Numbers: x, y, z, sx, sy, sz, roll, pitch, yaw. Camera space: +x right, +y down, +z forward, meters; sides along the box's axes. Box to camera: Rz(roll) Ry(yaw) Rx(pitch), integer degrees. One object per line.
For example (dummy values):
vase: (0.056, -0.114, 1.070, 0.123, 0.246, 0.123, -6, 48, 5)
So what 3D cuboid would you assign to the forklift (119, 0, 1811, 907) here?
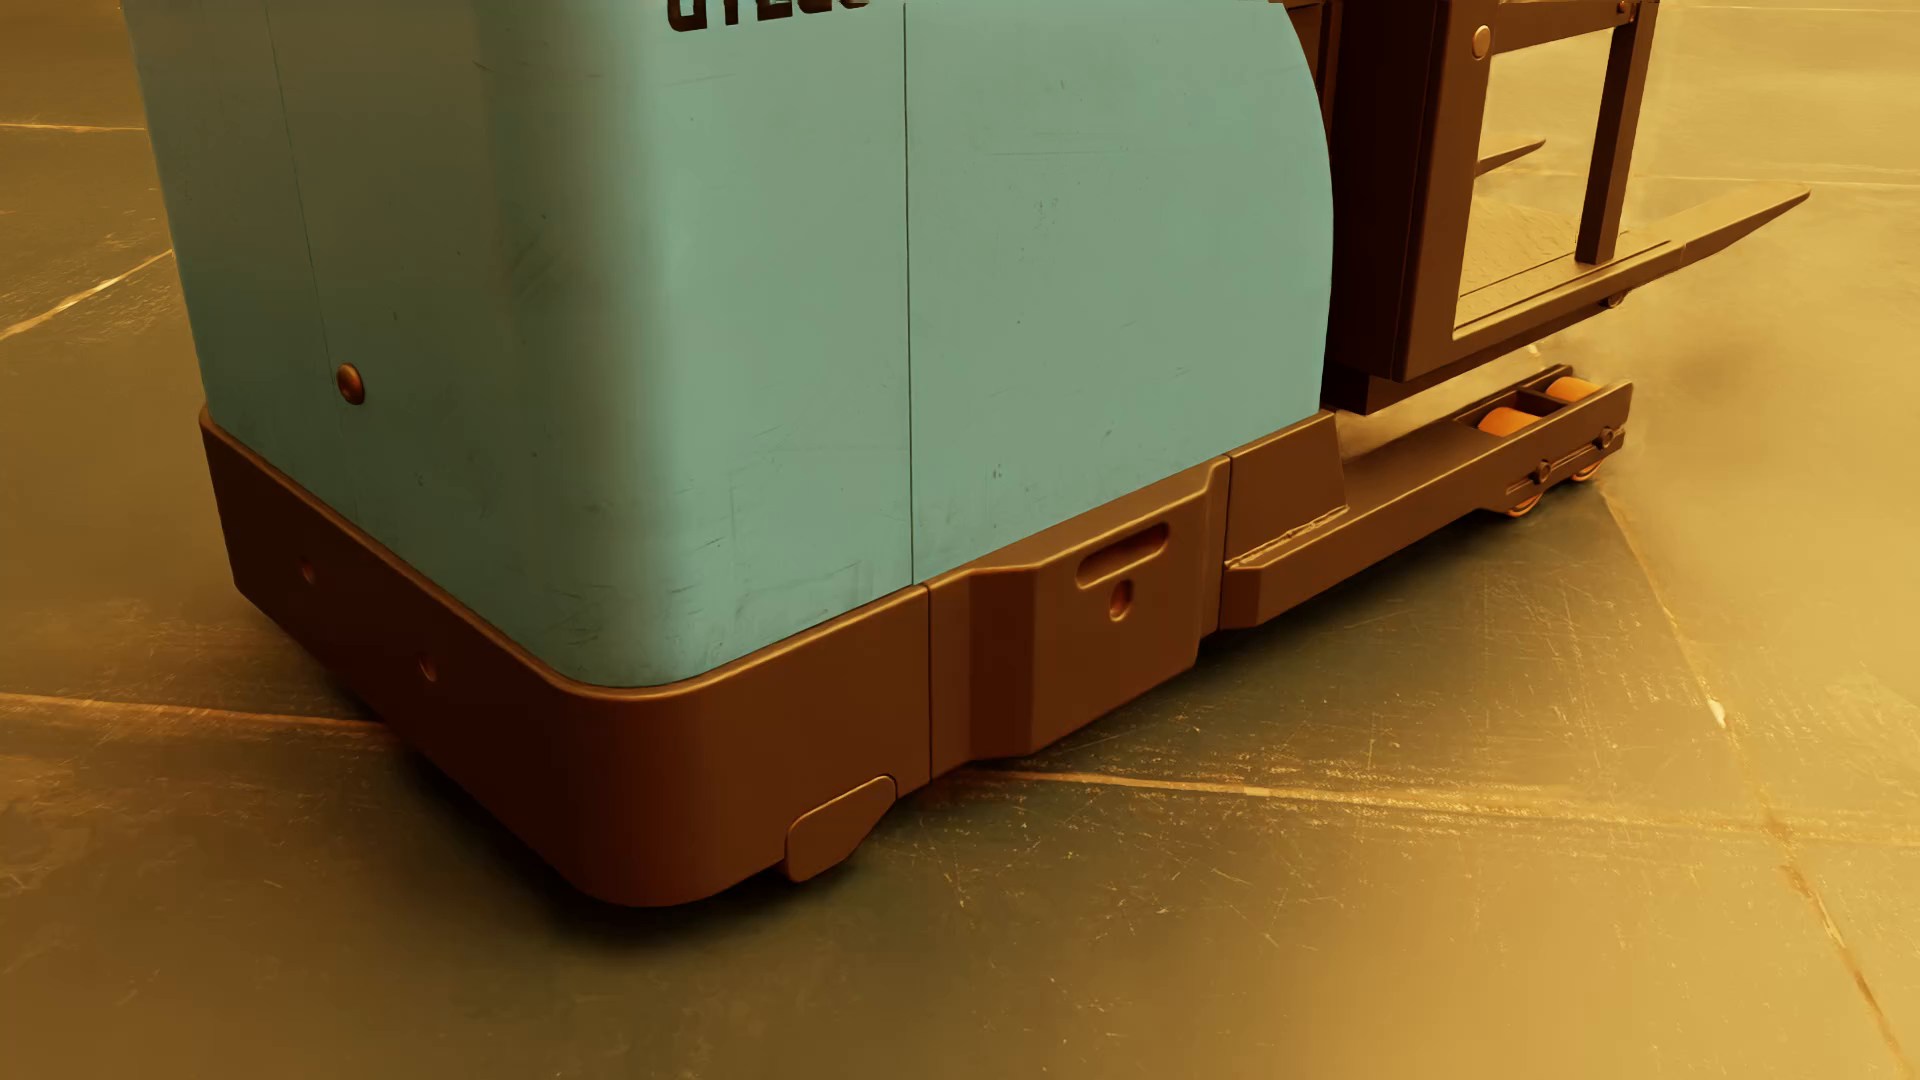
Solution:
forklift: (0.444, -1.500, 2.223, 3.031, 2.935, 1.130, -22, 34, -37)
